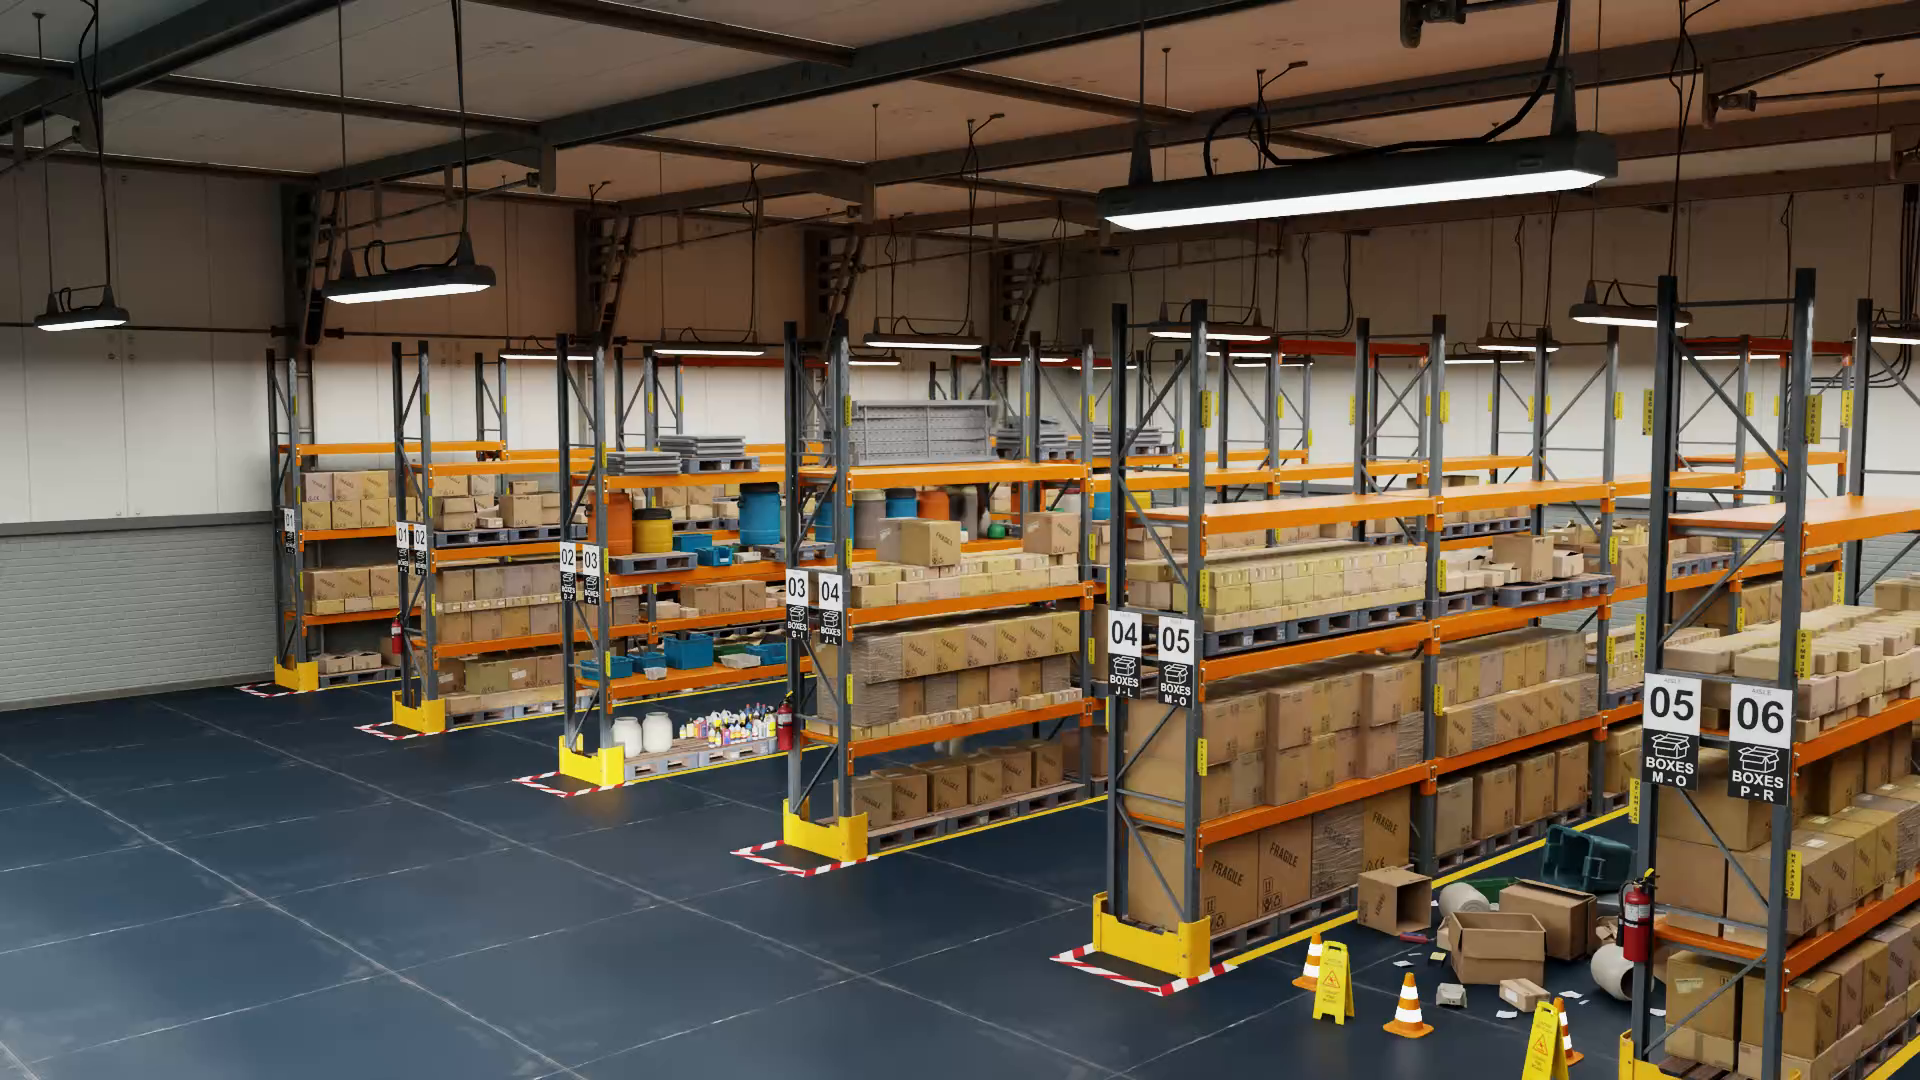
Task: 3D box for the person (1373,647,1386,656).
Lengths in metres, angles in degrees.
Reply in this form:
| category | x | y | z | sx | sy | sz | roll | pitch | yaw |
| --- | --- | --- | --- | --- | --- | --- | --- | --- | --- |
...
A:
| category | x | y | z | sx | sy | sz | roll | pitch | yaw |
| --- | --- | --- | --- | --- | --- | --- | --- | --- | --- |
| person | 5.912 | 2.328 | 23.463 | 0.565 | 1.654 | 0.791 | 5 | 7 | 43 |

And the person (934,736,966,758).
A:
| category | x | y | z | sx | sy | sz | roll | pitch | yaw |
| --- | --- | --- | --- | --- | --- | --- | --- | --- | --- |
| person | -0.091 | 2.420 | 22.107 | 0.607 | 1.622 | 0.535 | 4 | 6 | 36 |
